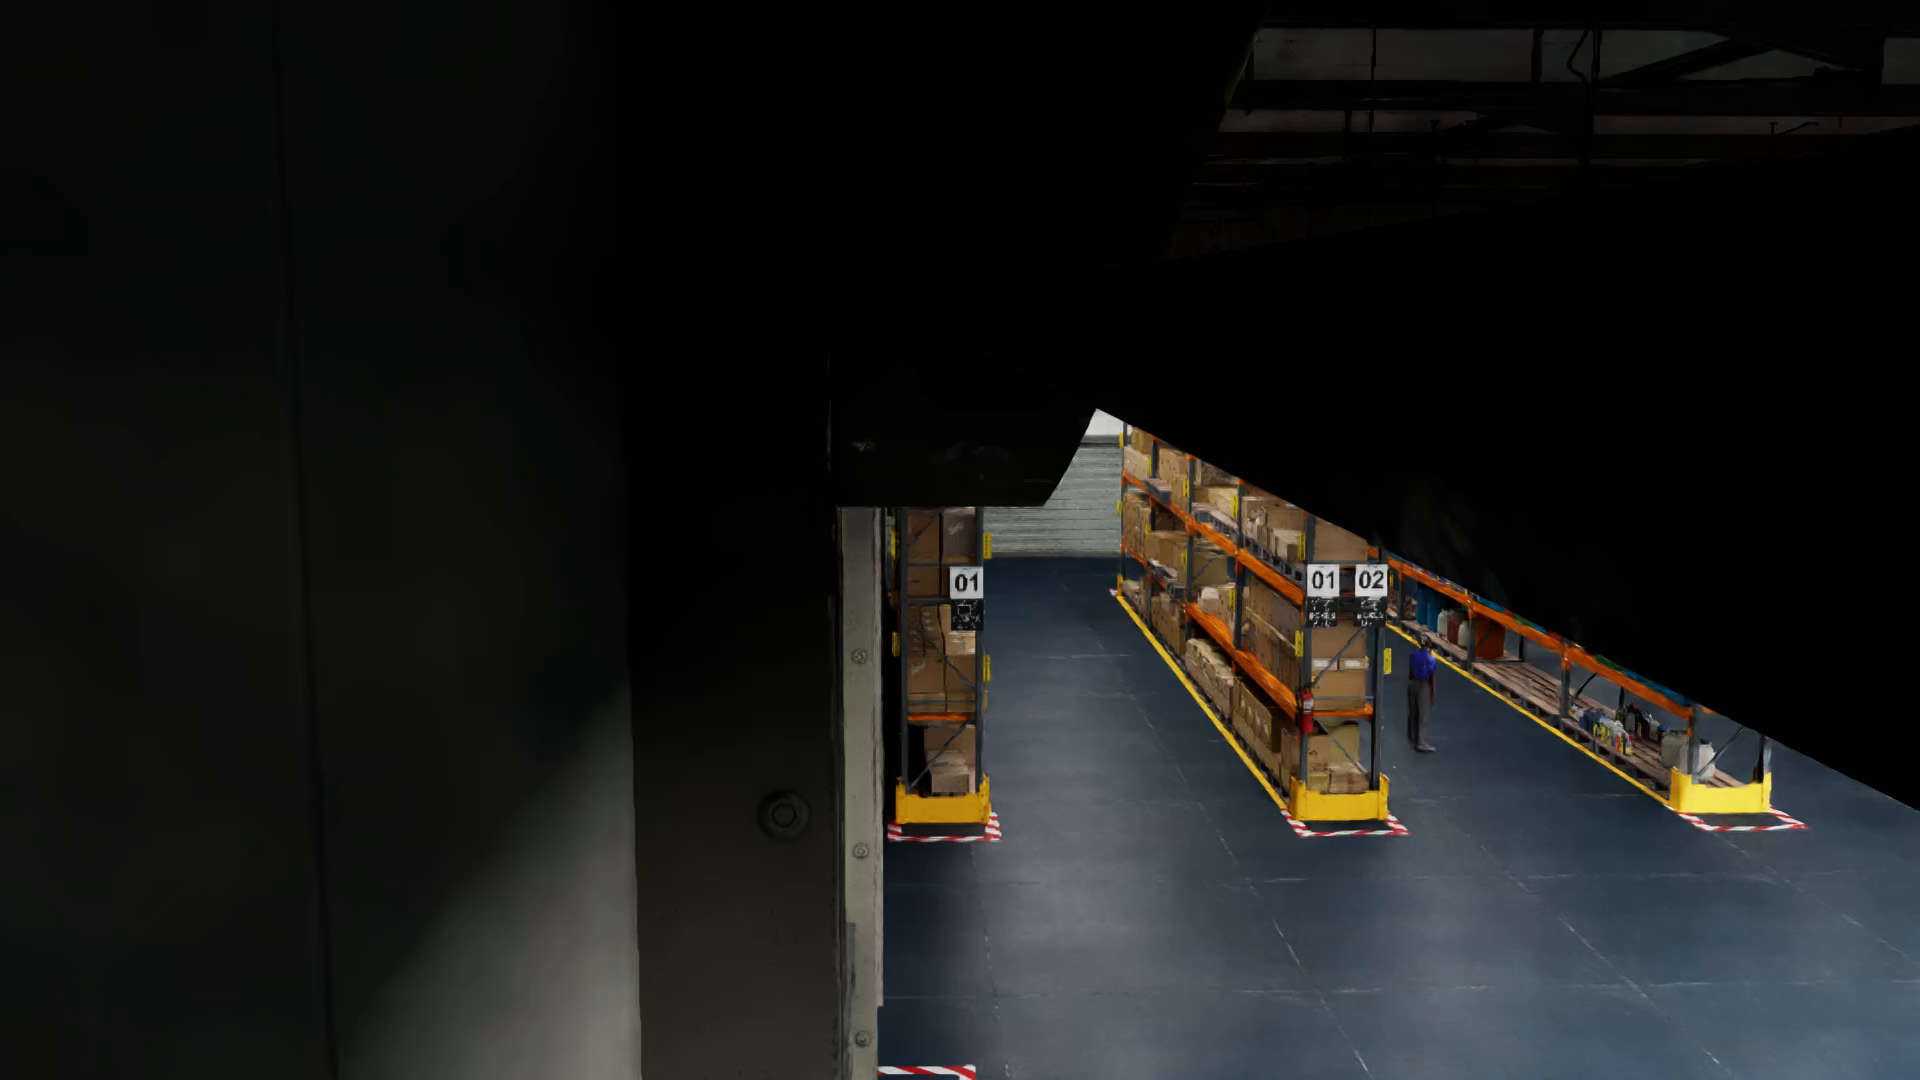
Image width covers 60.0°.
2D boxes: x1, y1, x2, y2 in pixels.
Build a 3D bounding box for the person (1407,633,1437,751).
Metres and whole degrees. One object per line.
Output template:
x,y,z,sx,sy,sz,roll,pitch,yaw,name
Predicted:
6.651,2.156,23.850,0.440,1.666,0.552,-5,9,-30,person
